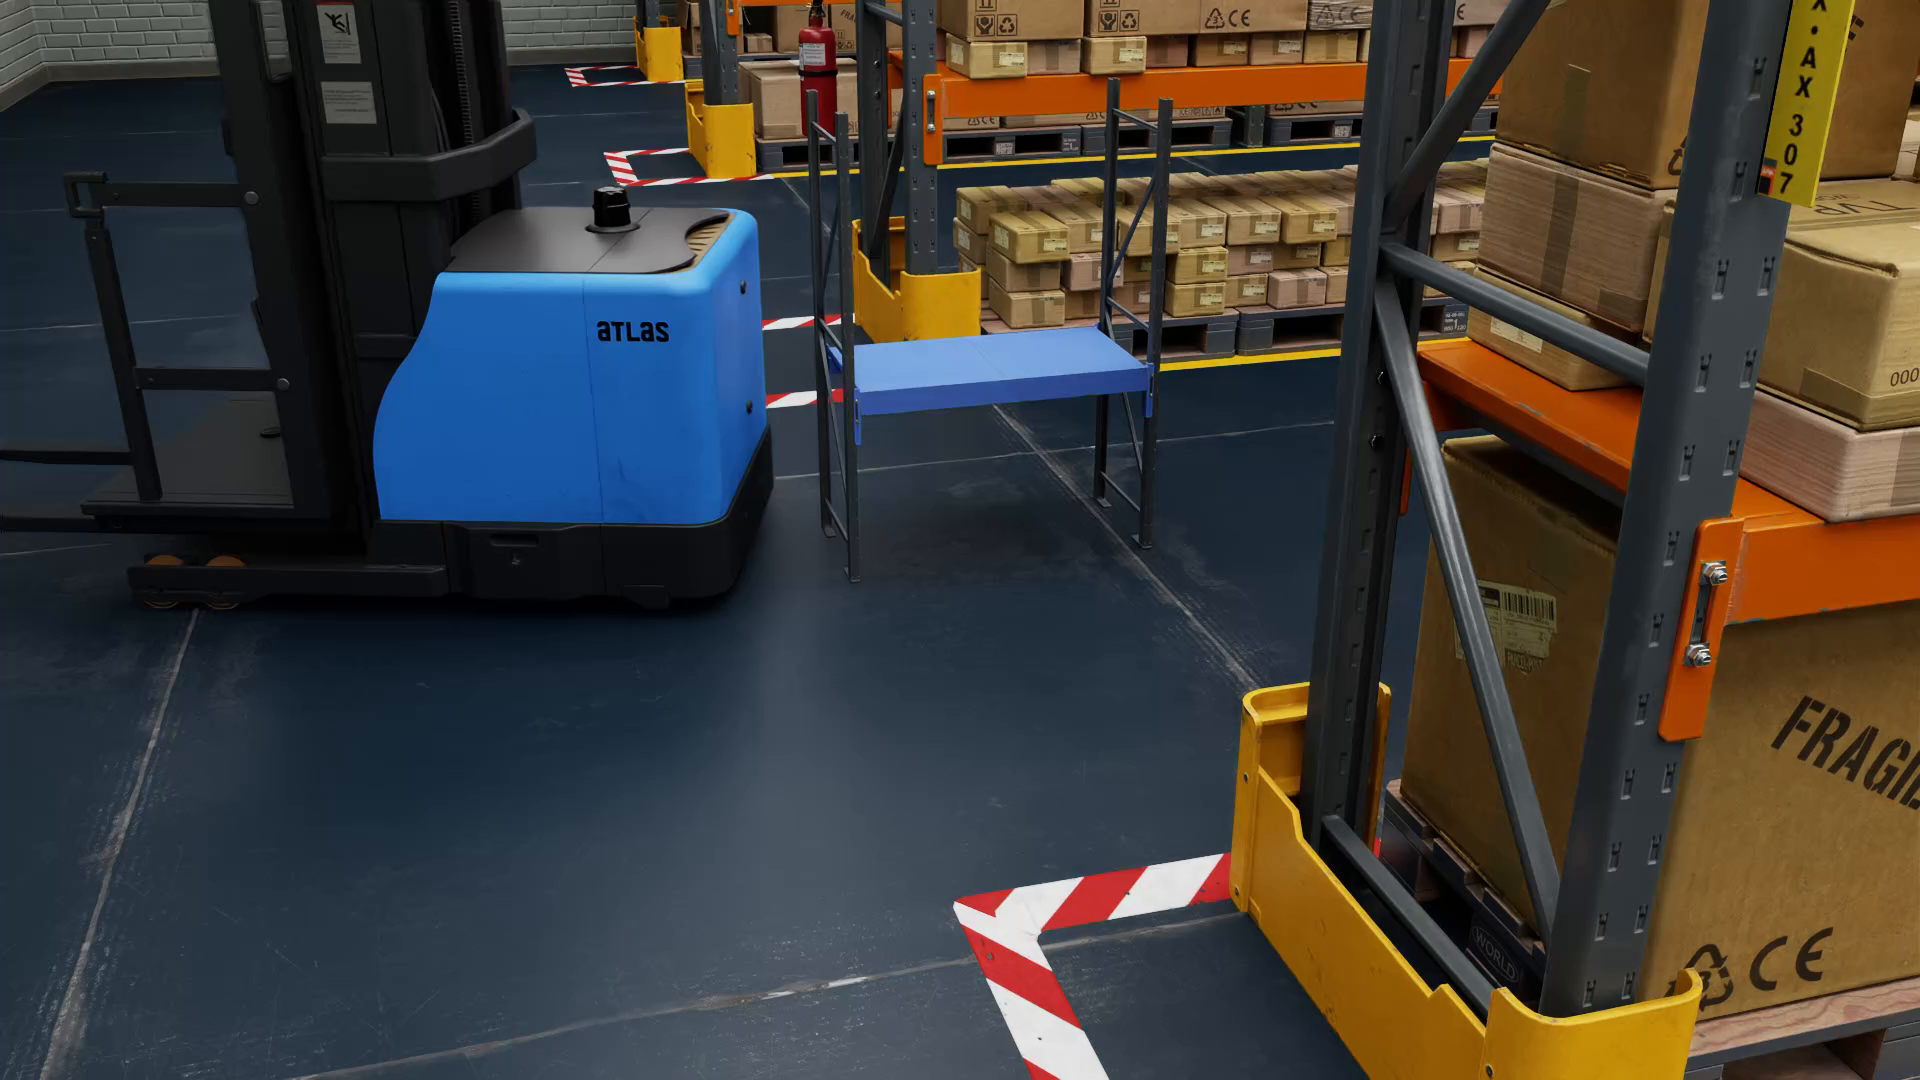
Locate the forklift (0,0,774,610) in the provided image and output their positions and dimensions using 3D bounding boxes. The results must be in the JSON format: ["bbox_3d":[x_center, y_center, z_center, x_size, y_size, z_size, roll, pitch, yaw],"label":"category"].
[{"bbox_3d":[-2.207,-1.333,5.140,3.031,2.935,1.130,1,23,2],"label":"forklift"}]

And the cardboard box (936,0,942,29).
[{"bbox_3d":[0.073,-2.600,7.501,0.500,0.500,0.500,-6,24,-13],"label":"cardboard box"}]

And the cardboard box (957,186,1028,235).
[{"bbox_3d":[0.151,-1.581,7.958,0.250,0.149,0.380,-6,24,-14],"label":"cardboard box"}]

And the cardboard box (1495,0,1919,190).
[{"bbox_3d":[1.351,-0.942,3.003,0.500,0.500,0.500,-6,24,-14],"label":"cardboard box"}]

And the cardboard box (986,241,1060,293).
[{"bbox_3d":[0.284,-1.250,7.564,0.250,0.149,0.380,-5,24,-12],"label":"cardboard box"}]

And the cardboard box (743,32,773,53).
[{"bbox_3d":[-2.035,-4.967,16.605,0.250,0.149,0.380,-7,24,-16],"label":"cardboard box"}]

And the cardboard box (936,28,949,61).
[{"bbox_3d":[-0.052,-2.298,7.621,0.250,0.149,0.380,-6,24,-14],"label":"cardboard box"}]

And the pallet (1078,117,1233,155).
[{"bbox_3d":[1.374,-3.234,13.019,1.213,0.211,1.003,-6,24,-14],"label":"pallet"}]

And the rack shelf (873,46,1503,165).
[{"bbox_3d":[1.636,-2.154,7.879,4.000,0.370,1.077,-6,24,-14],"label":"rack shelf"}]

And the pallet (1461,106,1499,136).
[{"bbox_3d":[4.026,-3.527,13.703,1.213,0.211,1.003,-6,24,-14],"label":"pallet"}]

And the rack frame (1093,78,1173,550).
[{"bbox_3d":[0.572,-0.752,5.602,0.032,1.500,0.500,-6,24,-14],"label":"rack frame"}]

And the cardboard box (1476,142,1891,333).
[{"bbox_3d":[1.348,-0.598,3.153,0.500,0.250,0.500,-7,24,-15],"label":"cardboard box"}]

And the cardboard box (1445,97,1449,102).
[{"bbox_3d":[3.570,-3.979,13.380,0.875,0.875,0.875,-6,24,-13],"label":"cardboard box"}]

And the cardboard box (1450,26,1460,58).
[{"bbox_3d":[2.090,-2.323,7.679,0.250,0.149,0.380,-7,24,-15],"label":"cardboard box"}]

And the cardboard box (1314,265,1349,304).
[{"bbox_3d":[1.787,-1.259,7.963,0.250,0.149,0.380,-6,24,-14],"label":"cardboard box"}]

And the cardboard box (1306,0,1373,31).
[{"bbox_3d":[1.690,-2.568,7.427,0.500,0.500,0.500,-7,24,-16],"label":"cardboard box"}]

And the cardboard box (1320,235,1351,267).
[{"bbox_3d":[1.794,-1.437,8.001,0.250,0.149,0.380,-5,24,-12],"label":"cardboard box"}]

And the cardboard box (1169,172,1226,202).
[{"bbox_3d":[1.134,-1.715,8.271,0.250,0.149,0.380,-5,24,-12],"label":"cardboard box"}]

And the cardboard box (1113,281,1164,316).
[{"bbox_3d":[0.768,-1.177,7.772,0.250,0.149,0.380,-6,24,-14],"label":"cardboard box"}]

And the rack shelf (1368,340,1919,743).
[{"bbox_3d":[2.878,-0.260,3.465,4.000,0.370,1.077,-6,24,-14],"label":"rack shelf"}]

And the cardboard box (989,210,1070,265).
[{"bbox_3d":[0.306,-1.355,7.432,0.250,0.149,0.380,-7,24,-17],"label":"cardboard box"}]

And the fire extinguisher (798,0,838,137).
[{"bbox_3d":[-0.657,-2.213,7.675,0.183,0.674,0.296,-6,24,-14],"label":"fire extinguisher"}]

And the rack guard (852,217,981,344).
[{"bbox_3d":[-0.217,-1.131,7.752,0.348,0.500,1.175,-6,24,-14],"label":"rack guard"}]

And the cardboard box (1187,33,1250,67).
[{"bbox_3d":[1.098,-2.217,7.431,0.250,0.149,0.380,-7,24,-15],"label":"cardboard box"}]

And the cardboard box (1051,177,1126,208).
[{"bbox_3d":[0.624,-1.661,8.147,0.250,0.149,0.380,-7,24,-16],"label":"cardboard box"}]

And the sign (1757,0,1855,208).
[{"bbox_3d":[1.097,-0.601,2.148,0.005,0.325,0.100,-6,24,-14],"label":"sign"}]

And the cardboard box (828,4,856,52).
[{"bbox_3d":[-1.085,-5.193,16.685,0.500,0.500,0.500,-6,24,-13],"label":"cardboard box"}]

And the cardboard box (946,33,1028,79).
[{"bbox_3d":[0.111,-2.066,7.080,0.250,0.149,0.380,-7,24,-15],"label":"cardboard box"}]

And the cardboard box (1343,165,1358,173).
[{"bbox_3d":[2.150,-1.811,8.495,0.250,0.149,0.380,-6,24,-13],"label":"cardboard box"}]

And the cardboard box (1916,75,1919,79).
[{"bbox_3d":[7.965,-4.195,14.522,0.625,0.372,0.950,-6,24,-13],"label":"cardboard box"}]

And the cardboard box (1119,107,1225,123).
[{"bbox_3d":[1.494,-3.556,12.950,0.875,0.438,0.875,-7,24,-15],"label":"cardboard box"}]

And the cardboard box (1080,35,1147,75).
[{"bbox_3d":[0.618,-2.118,7.200,0.250,0.149,0.380,-7,24,-16],"label":"cardboard box"}]

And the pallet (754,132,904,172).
[{"bbox_3d":[-0.976,-2.974,12.413,1.213,0.211,1.003,-6,24,-14],"label":"pallet"}]

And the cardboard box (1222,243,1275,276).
[{"bbox_3d":[1.281,-1.368,7.839,0.250,0.149,0.380,-7,24,-17],"label":"cardboard box"}]

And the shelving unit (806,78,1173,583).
[{"bbox_3d":[0.082,-0.698,5.475,1.048,1.500,0.538,-6,24,-14],"label":"shelving unit"}]

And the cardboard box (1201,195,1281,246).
[{"bbox_3d":[1.303,-1.492,7.751,0.250,0.149,0.380,-5,24,-12],"label":"cardboard box"}]

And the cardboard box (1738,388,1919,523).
[{"bbox_3d":[1.384,-0.175,2.673,0.250,0.149,0.380,-6,24,-14],"label":"cardboard box"}]

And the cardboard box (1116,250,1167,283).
[{"bbox_3d":[0.775,-1.317,7.721,0.250,0.149,0.380,-6,24,-14],"label":"cardboard box"}]

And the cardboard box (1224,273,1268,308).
[{"bbox_3d":[1.264,-1.226,7.886,0.250,0.149,0.380,-6,24,-14],"label":"cardboard box"}]

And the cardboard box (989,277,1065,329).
[{"bbox_3d":[0.301,-1.089,7.567,0.250,0.149,0.380,-6,24,-13],"label":"cardboard box"}]

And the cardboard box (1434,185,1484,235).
[{"bbox_3d":[2.309,-1.584,7.966,0.250,0.149,0.380,-8,24,-17],"label":"cardboard box"}]

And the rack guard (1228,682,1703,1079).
[{"bbox_3d":[0.930,0.773,3.314,0.348,0.500,1.175,-6,24,-14],"label":"rack guard"}]

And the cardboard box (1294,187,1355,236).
[{"bbox_3d":[1.784,-1.566,7.923,0.250,0.149,0.380,-6,24,-14],"label":"cardboard box"}]

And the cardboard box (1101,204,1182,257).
[{"bbox_3d":[0.817,-1.408,7.556,0.250,0.149,0.380,-6,24,-15],"label":"cardboard box"}]

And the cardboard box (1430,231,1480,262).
[{"bbox_3d":[2.326,-1.470,8.078,0.250,0.149,0.380,-6,24,-13],"label":"cardboard box"}]

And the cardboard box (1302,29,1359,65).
[{"bbox_3d":[1.599,-2.252,7.513,0.250,0.149,0.380,-5,24,-12],"label":"cardboard box"}]

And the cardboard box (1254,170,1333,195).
[{"bbox_3d":[1.662,-1.739,8.328,0.250,0.149,0.380,-6,24,-14],"label":"cardboard box"}]

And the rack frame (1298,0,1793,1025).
[{"bbox_3d":[0.953,-0.378,2.827,0.127,3.000,1.000,-6,24,-14],"label":"rack frame"}]

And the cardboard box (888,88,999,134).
[{"bbox_3d":[-0.237,-3.365,12.505,0.875,0.438,0.875,-6,24,-13],"label":"cardboard box"}]

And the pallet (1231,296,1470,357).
[{"bbox_3d":[1.748,-1.200,8.279,1.213,0.211,1.003,-6,24,-14],"label":"pallet"}]

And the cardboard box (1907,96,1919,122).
[{"bbox_3d":[4.856,-2.123,8.580,0.500,0.250,0.500,-6,24,-13],"label":"cardboard box"}]

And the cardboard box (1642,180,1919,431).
[{"bbox_3d":[1.488,-0.394,2.678,0.500,0.250,0.500,-7,24,-16],"label":"cardboard box"}]

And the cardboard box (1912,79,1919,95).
[{"bbox_3d":[5.214,-2.373,9.164,0.500,0.250,0.500,-7,24,-17],"label":"cardboard box"}]

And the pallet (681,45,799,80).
[{"bbox_3d":[-2.228,-4.836,16.754,1.213,0.211,1.003,-6,24,-14],"label":"pallet"}]

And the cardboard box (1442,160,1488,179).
[{"bbox_3d":[2.662,-1.844,8.571,0.250,0.149,0.380,-7,24,-15],"label":"cardboard box"}]

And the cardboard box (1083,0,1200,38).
[{"bbox_3d":[0.726,-2.464,7.185,0.500,0.500,0.500,-6,24,-14],"label":"cardboard box"}]

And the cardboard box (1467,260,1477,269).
[{"bbox_3d":[2.480,-1.379,8.243,0.250,0.149,0.380,-7,24,-16],"label":"cardboard box"}]

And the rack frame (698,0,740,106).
[{"bbox_3d":[-1.724,-4.140,11.595,0.127,3.000,1.000,-6,24,-14],"label":"rack frame"}]
